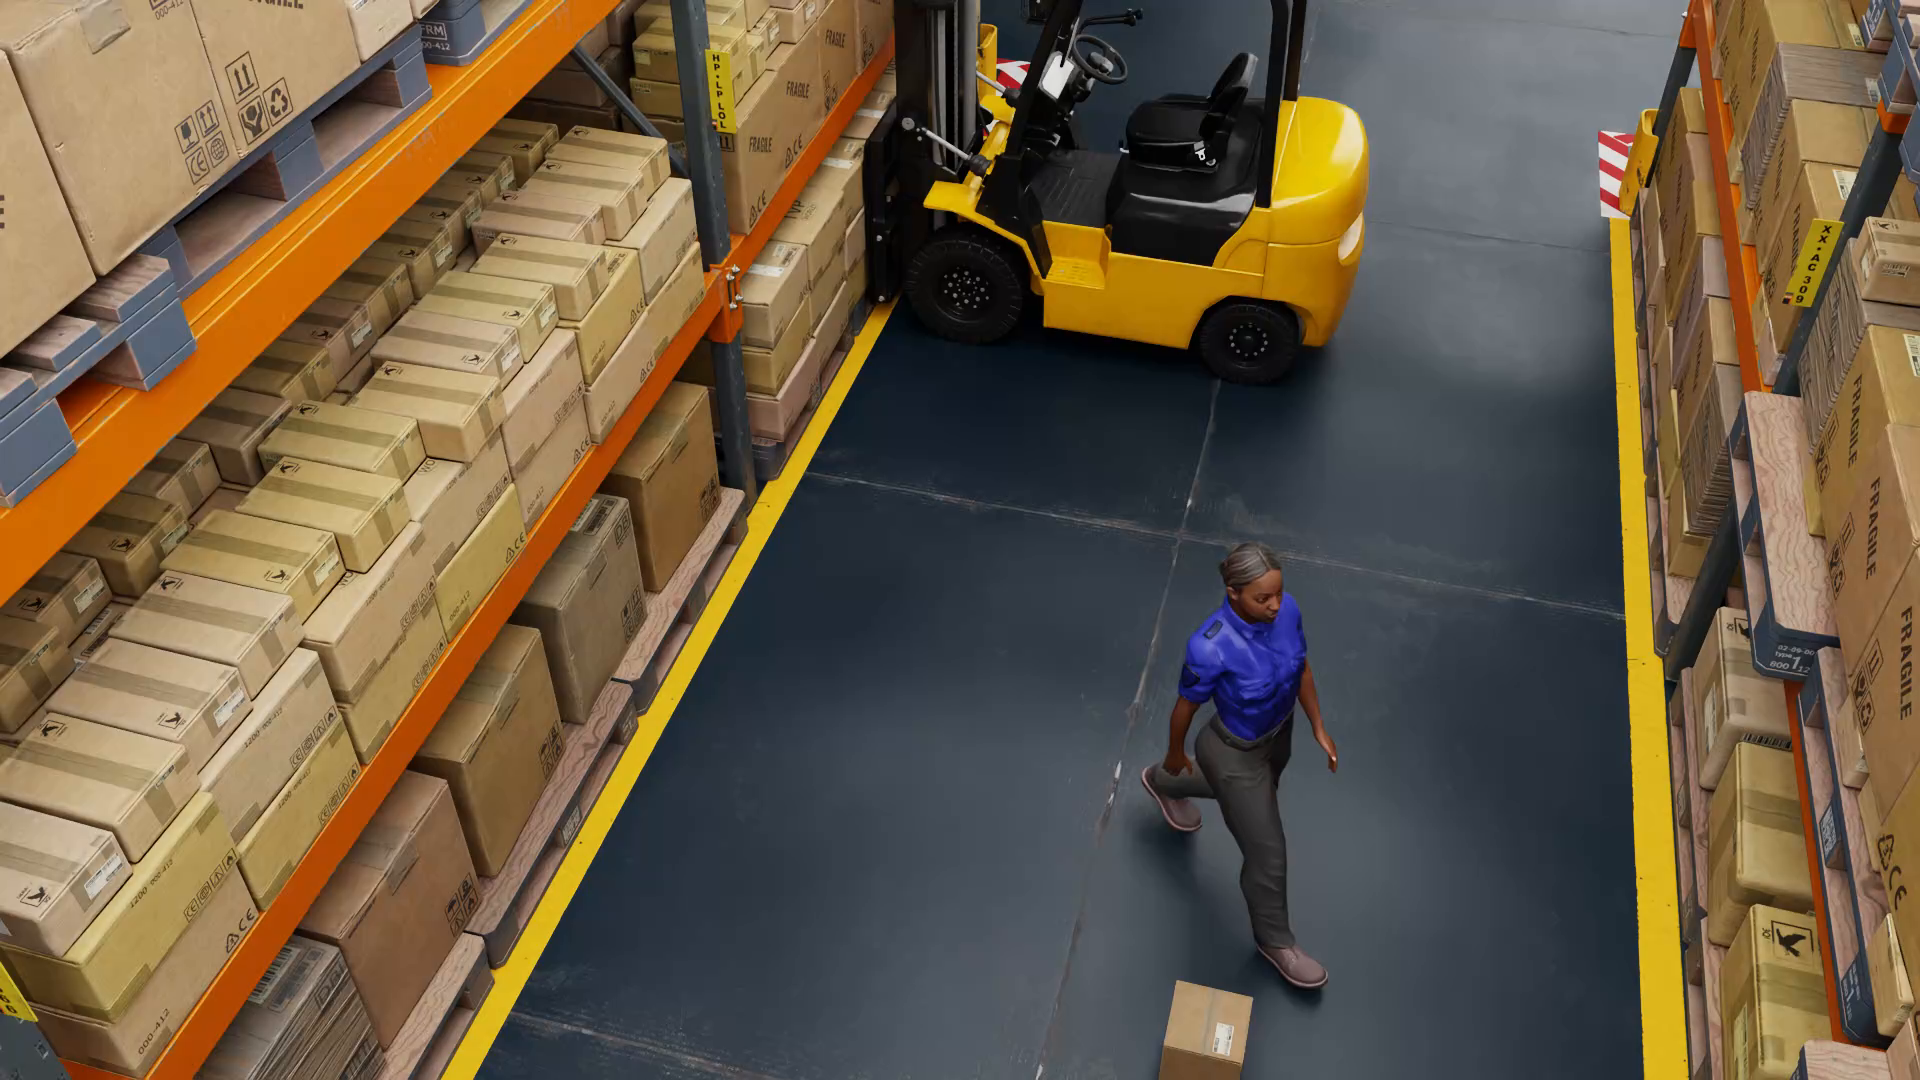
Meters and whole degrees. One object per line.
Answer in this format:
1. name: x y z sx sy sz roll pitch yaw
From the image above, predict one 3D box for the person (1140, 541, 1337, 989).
1. person: 0.960 0.657 5.429 0.977 1.601 0.450 32 50 31
